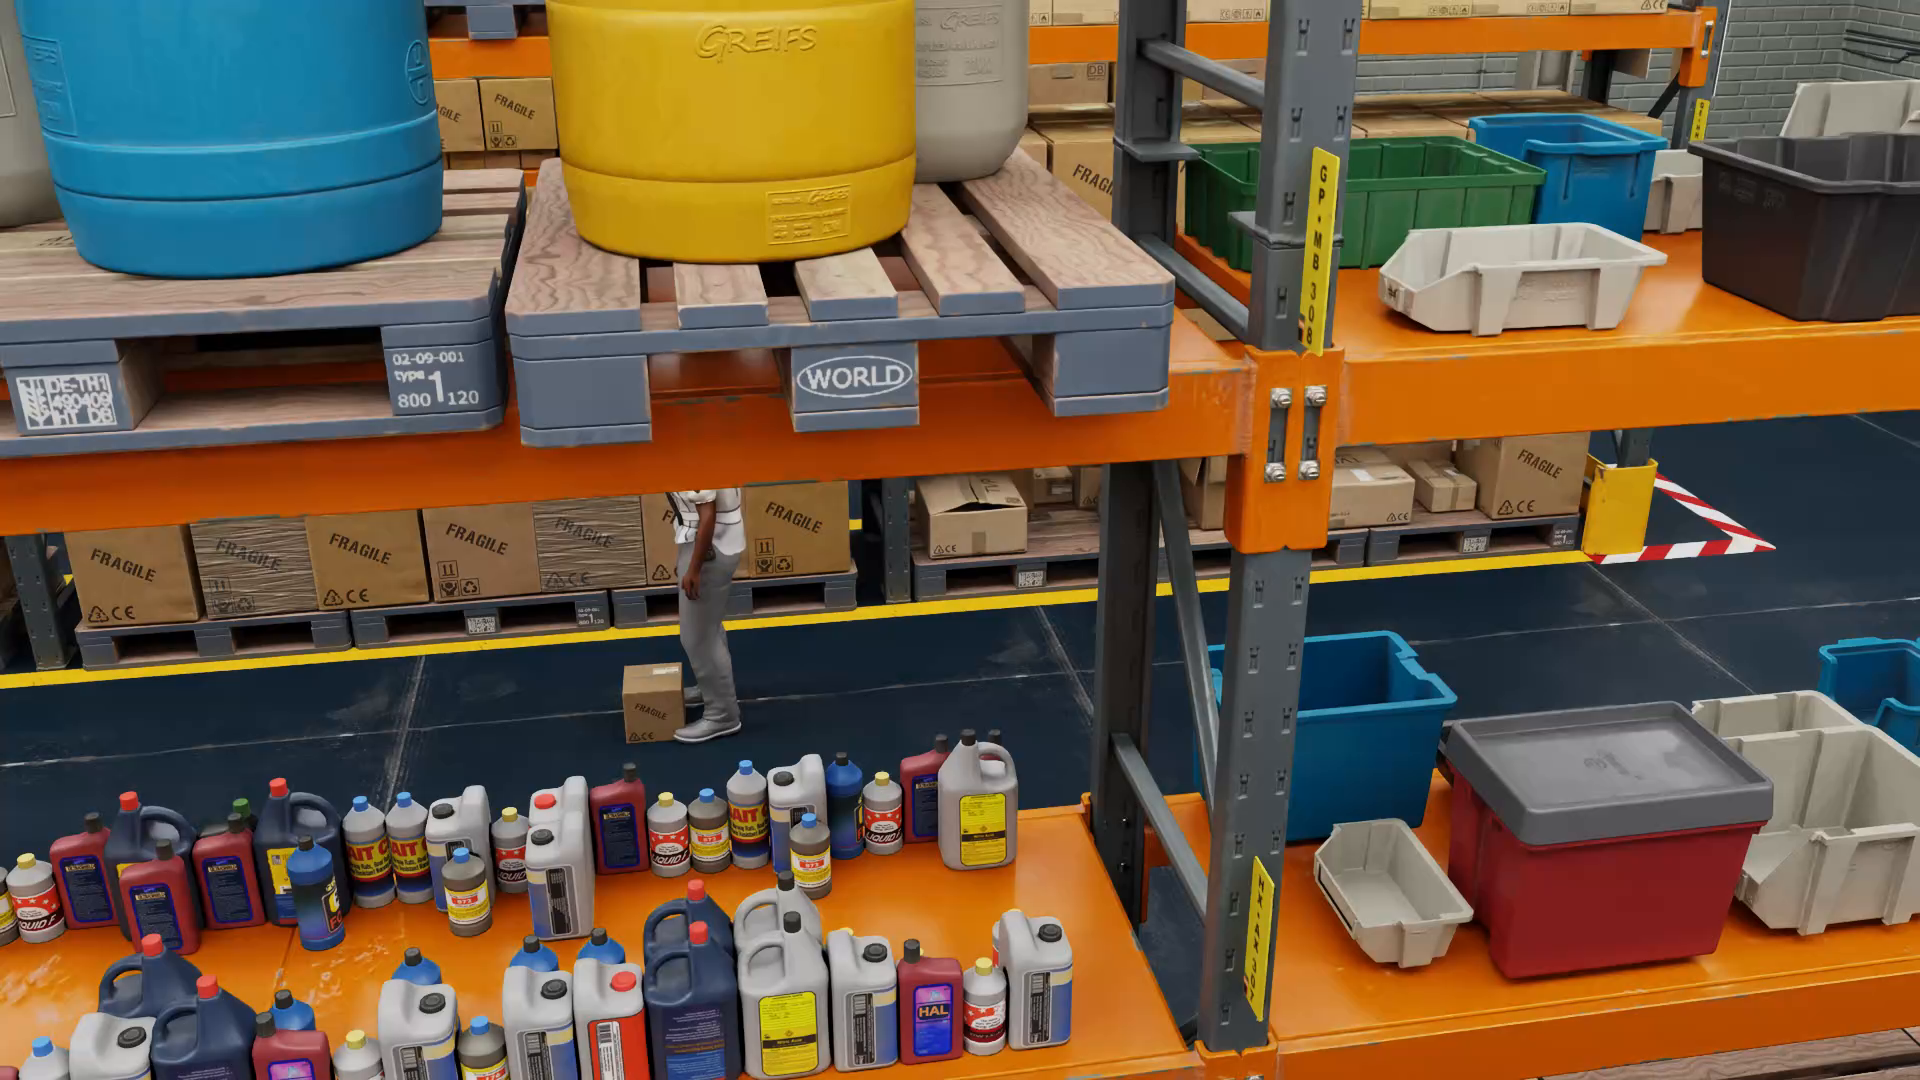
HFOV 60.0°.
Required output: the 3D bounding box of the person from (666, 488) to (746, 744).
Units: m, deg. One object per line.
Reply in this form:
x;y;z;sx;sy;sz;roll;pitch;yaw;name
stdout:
-1.101;0.039;7.010;0.392;1.659;0.505;-4;24;-9;person
